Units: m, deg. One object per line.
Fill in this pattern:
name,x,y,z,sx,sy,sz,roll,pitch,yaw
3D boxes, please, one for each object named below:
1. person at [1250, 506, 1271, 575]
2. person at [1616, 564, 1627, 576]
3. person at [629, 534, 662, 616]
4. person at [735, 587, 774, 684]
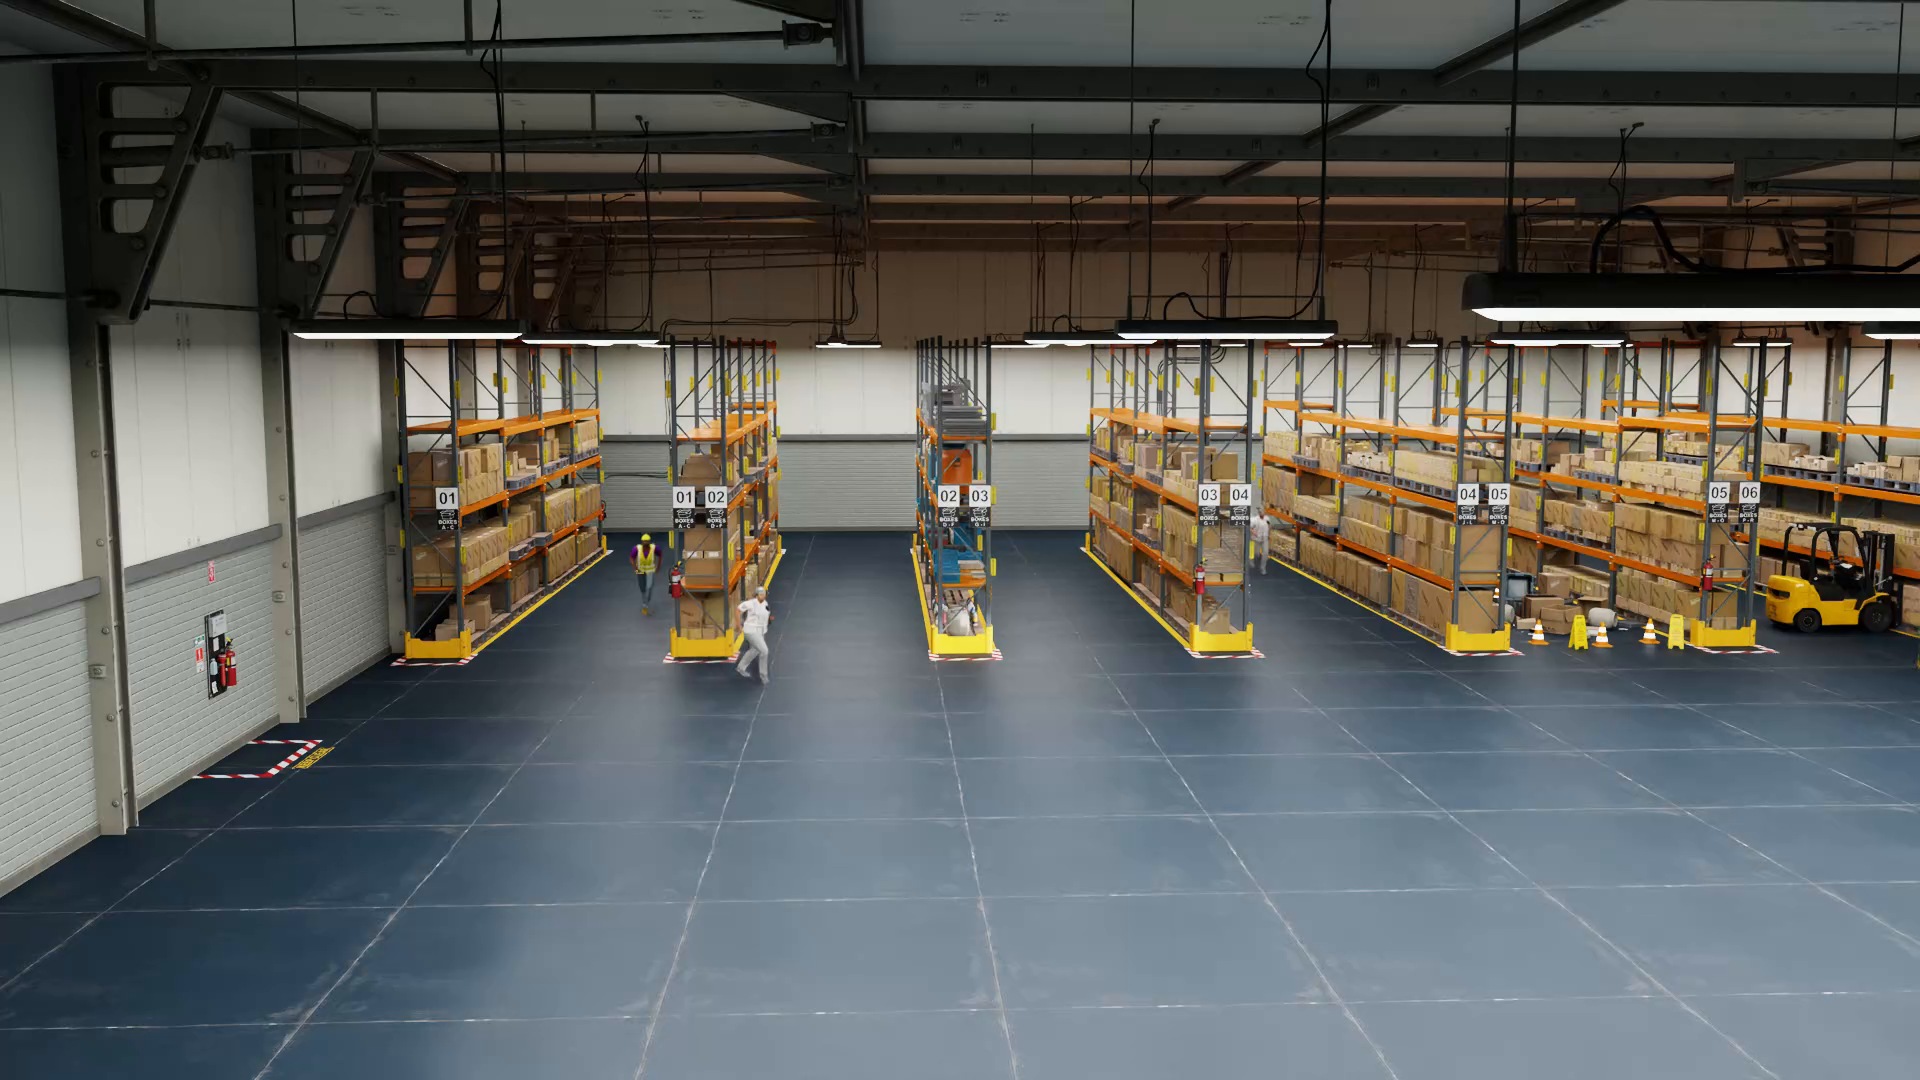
person,7.739,-0.018,42.921,0.652,1.760,0.893,-1,7,-8
person,15.944,0.398,39.944,0.645,1.657,0.670,-1,7,-7
person,-6.897,0.723,36.537,0.700,1.752,1.098,-1,7,-5
person,-3.575,1.645,28.825,0.834,1.709,0.626,4,8,33
